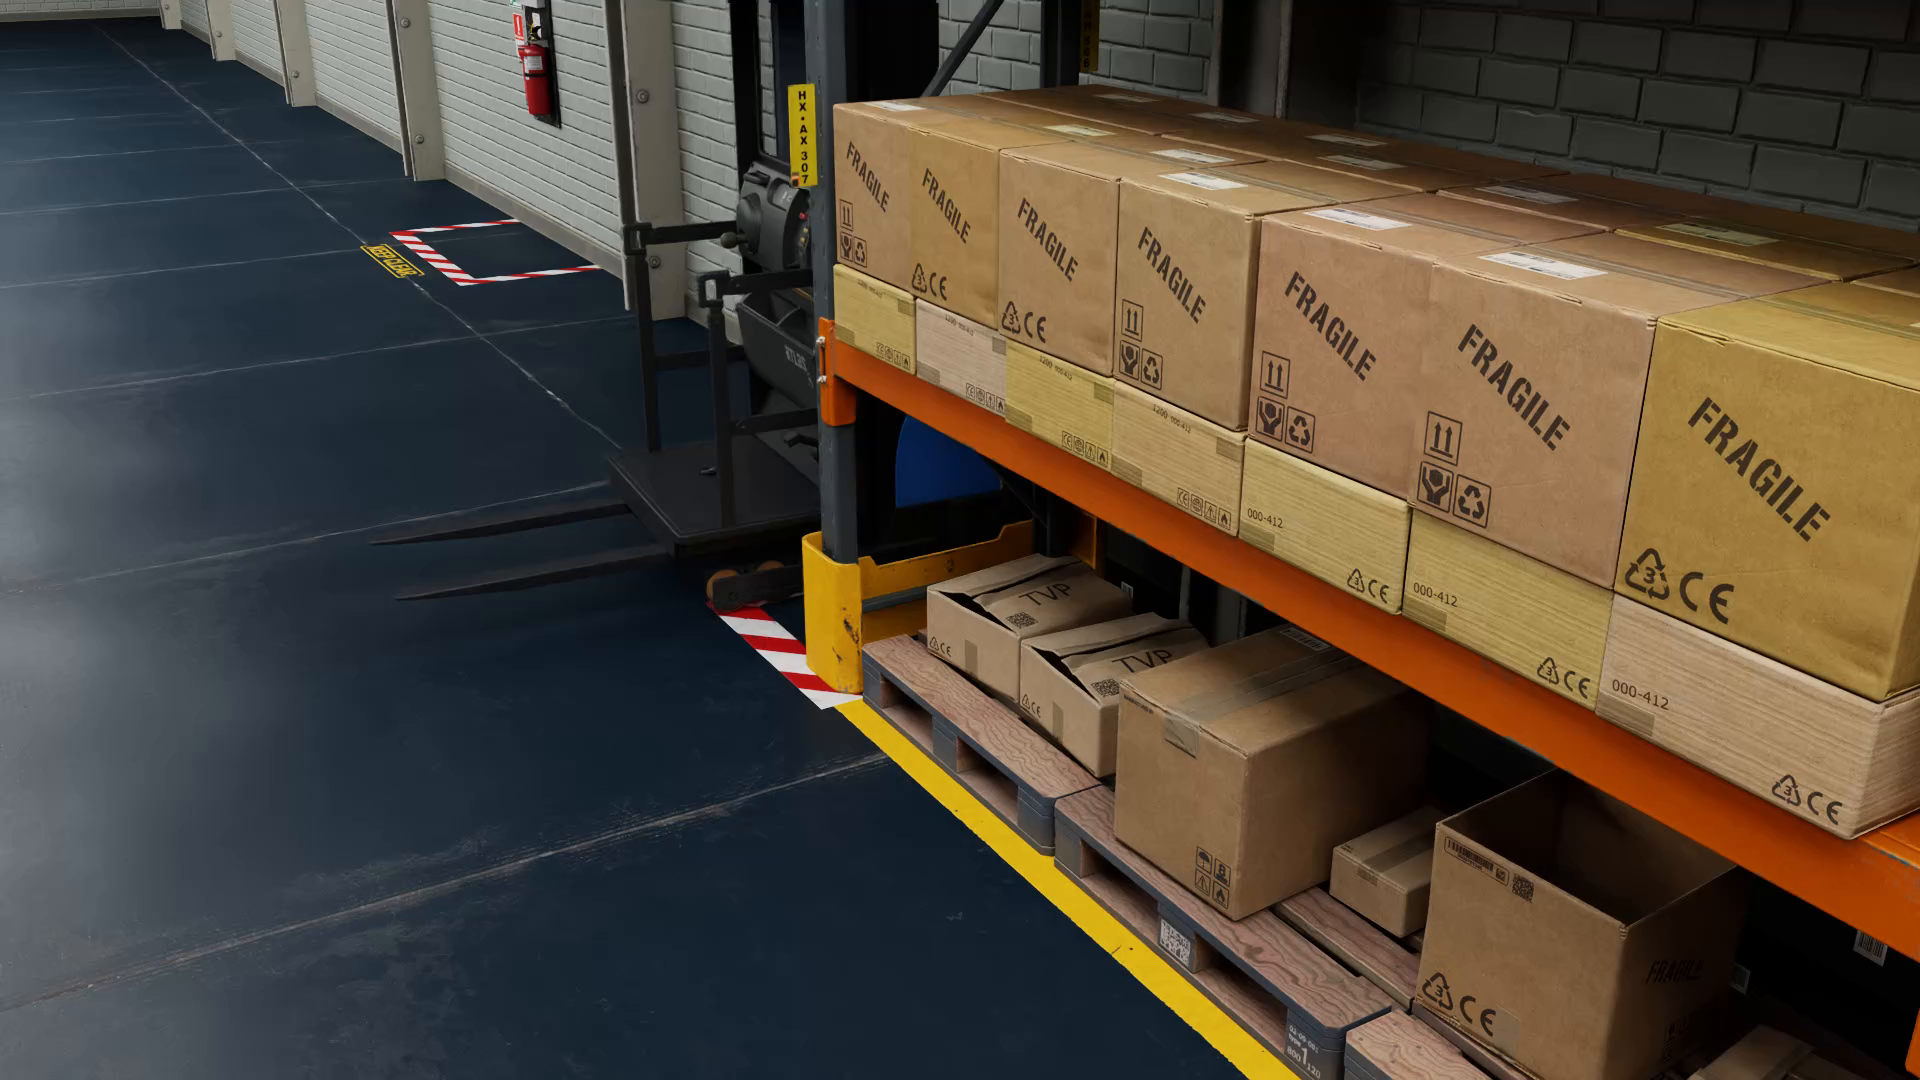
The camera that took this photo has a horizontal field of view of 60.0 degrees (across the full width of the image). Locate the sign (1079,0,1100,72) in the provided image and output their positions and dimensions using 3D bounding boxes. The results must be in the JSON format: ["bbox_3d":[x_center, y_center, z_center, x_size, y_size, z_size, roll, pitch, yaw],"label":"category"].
[{"bbox_3d":[0.445,-1.804,5.809,0.100,0.325,0.005,-13,25,-28],"label":"sign"}]

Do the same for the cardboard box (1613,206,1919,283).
[{"bbox_3d":[1.679,-0.374,3.424,0.500,0.500,0.500,-13,25,-29],"label":"cardboard box"}]

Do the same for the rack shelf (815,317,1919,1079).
[{"bbox_3d":[0.979,-0.040,4.382,1.077,0.370,4.000,-13,25,-28],"label":"rack shelf"}]

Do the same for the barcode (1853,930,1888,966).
[{"bbox_3d":[1.931,0.859,3.525,0.001,0.075,0.075,-13,25,-28],"label":"barcode"}]

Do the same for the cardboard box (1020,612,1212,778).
[{"bbox_3d":[0.525,0.447,5.216,0.500,0.311,0.500,-10,24,-24],"label":"cardboard box"}]

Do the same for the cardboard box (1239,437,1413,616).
[{"bbox_3d":[0.981,-0.084,3.706,0.500,0.250,0.500,-13,25,-29],"label":"cardboard box"}]

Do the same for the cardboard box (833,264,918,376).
[{"bbox_3d":[-0.066,-0.742,5.325,0.500,0.250,0.500,-13,26,-30],"label":"cardboard box"}]

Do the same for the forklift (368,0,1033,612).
[{"bbox_3d":[-0.892,-1.298,6.612,3.031,2.935,1.130,-11,24,-24],"label":"forklift"}]

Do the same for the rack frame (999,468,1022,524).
[{"bbox_3d":[0.451,-0.667,6.852,0.400,1.500,0.023,5,20,-15],"label":"rack frame"}]

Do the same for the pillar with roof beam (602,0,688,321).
[{"bbox_3d":[-5.707,-4.854,7.303,9.100,9.000,0.400,-13,25,-28],"label":"pillar with roof beam"}]

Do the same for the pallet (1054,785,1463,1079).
[{"bbox_3d":[1.000,0.960,4.670,1.003,0.211,1.213,-13,25,-28],"label":"pallet"}]

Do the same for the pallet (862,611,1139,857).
[{"bbox_3d":[0.381,0.565,5.641,1.003,0.211,1.213,-13,25,-28],"label":"pallet"}]

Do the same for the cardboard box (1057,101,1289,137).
[{"bbox_3d":[0.630,-1.032,5.043,0.500,0.500,0.500,-12,25,-28],"label":"cardboard box"}]

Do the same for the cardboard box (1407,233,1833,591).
[{"bbox_3d":[1.234,-0.267,3.162,0.500,0.500,0.500,-13,25,-29],"label":"cardboard box"}]

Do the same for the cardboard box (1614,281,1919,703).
[{"bbox_3d":[1.494,-0.107,2.768,0.500,0.500,0.500,-13,25,-28],"label":"cardboard box"}]

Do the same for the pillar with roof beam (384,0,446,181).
[{"bbox_3d":[-8.772,-6.796,12.082,9.100,9.000,0.400,-13,25,-28],"label":"pillar with roof beam"}]

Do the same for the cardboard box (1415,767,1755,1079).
[{"bbox_3d":[1.436,0.900,3.850,0.500,0.500,0.500,-15,26,-32],"label":"cardboard box"}]

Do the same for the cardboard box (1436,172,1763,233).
[{"bbox_3d":[1.430,-0.536,3.824,0.500,0.500,0.500,-12,25,-27],"label":"cardboard box"}]

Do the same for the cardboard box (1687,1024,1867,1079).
[{"bbox_3d":[1.702,1.215,3.517,0.380,0.166,0.250,-17,27,-35],"label":"cardboard box"}]

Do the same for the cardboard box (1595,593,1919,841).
[{"bbox_3d":[1.498,0.239,2.912,0.500,0.250,0.500,-13,25,-28],"label":"cardboard box"}]

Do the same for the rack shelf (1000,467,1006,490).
[{"bbox_3d":[0.322,-0.493,7.291,0.431,0.370,0.720,5,20,-15],"label":"rack shelf"}]

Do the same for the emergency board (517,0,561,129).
[{"bbox_3d":[-3.236,-3.710,12.456,0.194,1.169,0.643,-13,25,-28],"label":"emergency board"}]

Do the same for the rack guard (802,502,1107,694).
[{"bbox_3d":[-0.003,0.162,6.250,1.175,0.500,0.348,-13,25,-28],"label":"rack guard"}]

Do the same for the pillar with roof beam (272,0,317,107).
[{"bbox_3d":[-11.837,-8.739,16.860,9.100,9.000,0.400,-13,25,-28],"label":"pillar with roof beam"}]

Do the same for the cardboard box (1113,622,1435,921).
[{"bbox_3d":[0.857,0.606,4.572,0.700,0.500,0.500,-14,26,-32],"label":"cardboard box"}]

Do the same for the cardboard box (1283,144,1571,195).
[{"bbox_3d":[1.155,-0.702,4.232,0.500,0.500,0.500,-12,25,-28],"label":"cardboard box"}]

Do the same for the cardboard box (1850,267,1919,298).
[{"bbox_3d":[1.940,-0.206,3.010,0.500,0.500,0.500,-13,26,-29],"label":"cardboard box"}]

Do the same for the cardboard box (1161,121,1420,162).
[{"bbox_3d":[0.898,-0.865,4.633,0.500,0.500,0.500,-13,26,-30],"label":"cardboard box"}]

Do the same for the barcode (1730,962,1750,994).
[{"bbox_3d":[1.825,1.025,3.914,0.001,0.075,0.075,-13,25,-28],"label":"barcode"}]

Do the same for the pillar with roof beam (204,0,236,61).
[{"bbox_3d":[-14.902,-10.681,21.639,9.100,9.000,0.400,-13,25,-28],"label":"pillar with roof beam"}]

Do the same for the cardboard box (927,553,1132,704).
[{"bbox_3d":[0.234,0.262,5.670,0.500,0.311,0.500,-16,27,-34],"label":"cardboard box"}]

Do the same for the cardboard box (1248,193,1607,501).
[{"bbox_3d":[0.986,-0.432,3.568,0.500,0.500,0.500,-13,26,-30],"label":"cardboard box"}]

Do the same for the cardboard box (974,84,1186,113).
[{"bbox_3d":[0.381,-1.196,5.448,0.500,0.500,0.500,-13,25,-29],"label":"cardboard box"}]

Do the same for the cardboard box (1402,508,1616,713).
[{"bbox_3d":[1.251,0.076,3.313,0.500,0.250,0.500,-12,25,-28],"label":"cardboard box"}]

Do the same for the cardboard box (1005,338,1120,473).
[{"bbox_3d":[0.467,-0.410,4.510,0.500,0.250,0.500,-13,26,-29],"label":"cardboard box"}]

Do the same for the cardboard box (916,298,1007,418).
[{"bbox_3d":[0.212,-0.576,4.919,0.500,0.250,0.500,-13,26,-30],"label":"cardboard box"}]

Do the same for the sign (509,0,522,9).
[{"bbox_3d":[-3.435,-4.168,12.831,0.001,0.109,0.331,-13,25,-28],"label":"sign"}]

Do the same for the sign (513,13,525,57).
[{"bbox_3d":[-3.429,-3.926,12.939,0.001,0.329,0.234,-13,25,-28],"label":"sign"}]

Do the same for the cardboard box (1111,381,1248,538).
[{"bbox_3d":[0.723,-0.246,4.106,0.500,0.250,0.500,-12,25,-28],"label":"cardboard box"}]

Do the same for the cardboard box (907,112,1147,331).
[{"bbox_3d":[0.187,-0.934,4.802,0.500,0.500,0.500,-13,25,-28],"label":"cardboard box"}]

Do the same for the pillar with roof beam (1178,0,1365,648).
[{"bbox_3d":[-2.642,-2.912,2.525,9.100,9.000,0.400,-13,25,-28],"label":"pillar with roof beam"}]

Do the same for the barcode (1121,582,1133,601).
[{"bbox_3d":[0.587,0.187,5.843,0.001,0.075,0.075,-13,25,-28],"label":"barcode"}]

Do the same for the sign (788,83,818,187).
[{"bbox_3d":[-0.509,-1.318,5.420,0.100,0.325,0.005,-13,25,-28],"label":"sign"}]

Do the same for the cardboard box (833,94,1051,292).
[{"bbox_3d":[-0.057,-1.096,5.201,0.500,0.500,0.500,-13,25,-28],"label":"cardboard box"}]

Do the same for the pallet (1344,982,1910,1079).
[{"bbox_3d":[1.627,1.355,3.697,1.003,0.211,1.213,-13,25,-28],"label":"pallet"}]

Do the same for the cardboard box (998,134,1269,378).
[{"bbox_3d":[0.446,-0.765,4.388,0.500,0.500,0.500,-14,26,-30],"label":"cardboard box"}]

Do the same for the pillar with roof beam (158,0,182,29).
[{"bbox_3d":[-17.967,-12.623,26.417,9.100,9.000,0.400,-13,25,-28],"label":"pillar with roof beam"}]

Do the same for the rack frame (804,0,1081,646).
[{"bbox_3d":[-0.042,-1.021,5.840,1.000,3.000,0.127,-13,25,-28],"label":"rack frame"}]

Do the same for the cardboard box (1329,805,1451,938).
[{"bbox_3d":[1.201,0.869,4.391,0.380,0.149,0.250,-15,26,-32],"label":"cardboard box"}]

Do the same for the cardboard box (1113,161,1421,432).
[{"bbox_3d":[0.719,-0.601,3.982,0.500,0.500,0.500,-12,25,-27],"label":"cardboard box"}]

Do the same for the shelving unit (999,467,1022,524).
[{"bbox_3d":[0.375,-0.797,7.186,0.431,1.500,0.755,5,20,-15],"label":"shelving unit"}]
